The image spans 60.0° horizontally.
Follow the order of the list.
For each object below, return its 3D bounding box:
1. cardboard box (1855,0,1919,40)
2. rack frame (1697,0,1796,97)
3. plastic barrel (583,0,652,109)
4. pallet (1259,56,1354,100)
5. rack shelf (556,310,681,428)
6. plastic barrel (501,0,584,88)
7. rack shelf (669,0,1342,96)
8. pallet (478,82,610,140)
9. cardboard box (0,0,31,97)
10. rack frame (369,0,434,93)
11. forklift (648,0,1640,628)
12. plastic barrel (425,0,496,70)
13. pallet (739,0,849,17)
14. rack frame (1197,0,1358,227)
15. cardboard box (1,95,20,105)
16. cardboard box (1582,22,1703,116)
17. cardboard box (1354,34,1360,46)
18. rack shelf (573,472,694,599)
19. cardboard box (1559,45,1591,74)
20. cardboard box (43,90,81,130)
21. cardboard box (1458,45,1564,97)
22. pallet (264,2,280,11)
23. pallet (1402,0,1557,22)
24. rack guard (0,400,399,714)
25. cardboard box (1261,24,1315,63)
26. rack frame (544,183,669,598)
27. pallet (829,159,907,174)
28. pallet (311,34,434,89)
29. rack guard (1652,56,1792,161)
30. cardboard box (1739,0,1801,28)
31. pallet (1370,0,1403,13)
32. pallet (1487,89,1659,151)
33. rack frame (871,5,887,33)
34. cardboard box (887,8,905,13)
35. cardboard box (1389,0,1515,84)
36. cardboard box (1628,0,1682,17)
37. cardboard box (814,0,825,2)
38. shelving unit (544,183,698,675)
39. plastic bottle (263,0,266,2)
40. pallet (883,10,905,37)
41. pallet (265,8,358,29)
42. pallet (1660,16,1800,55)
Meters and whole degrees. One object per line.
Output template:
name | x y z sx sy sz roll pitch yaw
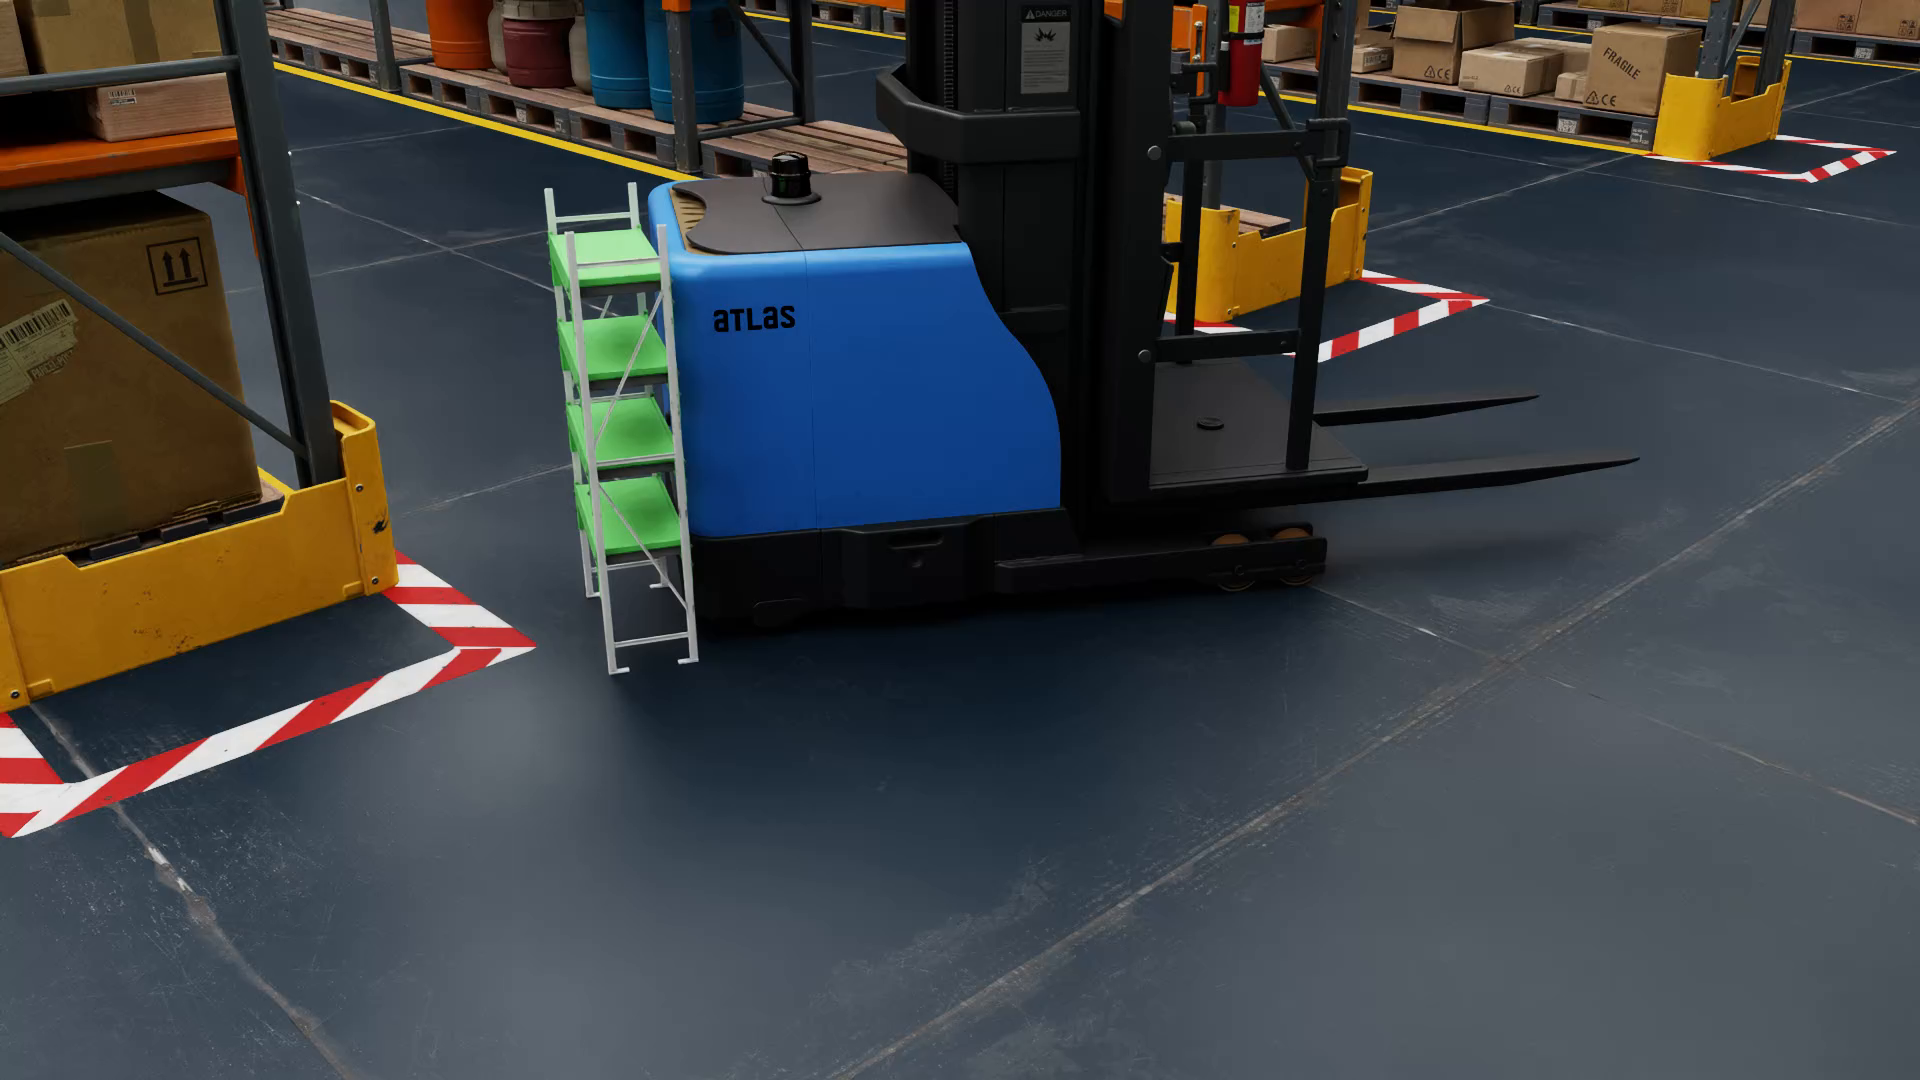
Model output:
cardboard box | 8.084 -4.581 14.184 0.700 0.500 0.500 -21 32 -38
rack frame | 5.022 -3.937 10.266 1.000 3.000 0.127 -21 32 -38
plastic barrel | -2.173 -3.366 11.036 0.600 0.901 0.708 -21 32 -38
pallet | 2.757 -3.672 13.045 1.003 0.211 1.213 -21 32 -38
rack shelf | -0.905 -0.459 4.385 0.258 0.148 0.480 -8 26 -17
plastic barrel | -2.945 -3.565 11.851 0.600 0.588 0.708 -21 32 -38
rack shelf | 0.037 -2.812 8.666 1.077 0.370 4.000 -21 32 -38
pallet | -2.665 -3.092 11.773 1.003 0.211 1.213 -21 32 -38
cardboard box | -2.736 -1.267 4.235 0.500 0.250 0.500 -22 32 -39
rack frame | -4.064 -4.957 12.501 1.000 3.000 0.127 -21 32 -38
forklift | 0.614 -1.390 4.766 3.031 2.935 1.130 -5 25 -11
plastic barrel | -3.717 -4.017 12.550 0.600 0.830 0.708 -21 32 -38
pallet | -1.809 -5.722 17.539 1.003 0.211 1.213 -21 32 -38
rack frame | 1.404 -2.533 7.189 1.000 3.000 0.127 -21 32 -38
cardboard box | -2.744 -1.448 5.114 0.380 0.149 0.250 -22 32 -39
cardboard box | 4.471 -3.095 10.902 0.500 0.500 0.500 -21 32 -38
cardboard box | 3.185 -3.863 13.009 0.380 0.149 0.250 -21 32 -38
rack shelf | -0.905 -0.022 4.585 0.258 0.148 0.480 -8 26 -17
cardboard box | 4.516 -3.283 11.615 0.500 0.250 0.500 -21 32 -38
cardboard box | -2.389 -1.292 4.771 0.380 0.149 0.250 -22 32 -39
cardboard box | 3.844 -3.278 11.603 0.500 0.250 0.500 -21 32 -38
pallet | -7.226 -5.115 16.209 1.003 0.211 1.213 -21 32 -38
pallet | 5.320 -5.499 17.050 1.003 0.211 1.213 -21 32 -38
rack guard | -2.195 0.017 4.611 1.175 0.500 0.348 -21 32 -38
cardboard box | 2.417 -3.937 12.976 0.500 0.311 0.500 -21 32 -38
rack frame | -0.982 -0.394 4.669 0.240 1.200 0.015 -8 26 -17
pallet | 0.039 -1.895 9.149 1.003 0.211 1.213 -21 32 -38
pallet | -4.565 -3.934 13.619 1.003 0.211 1.213 -21 32 -38
rack guard | 4.971 -2.823 10.836 1.175 0.500 0.348 -21 32 -38
cardboard box | 7.398 -4.885 14.849 0.500 0.500 0.700 23 33 40
pallet | 4.481 -5.869 17.860 1.003 0.211 1.213 -21 32 -38
pallet | 4.425 -2.933 11.424 1.003 0.211 1.213 -21 32 -38
rack frame | -0.445 -6.361 15.579 1.000 3.000 0.127 -21 32 -38
cardboard box | -0.343 -5.205 15.527 0.500 0.500 0.500 -20 31 -36
cardboard box | 3.576 -3.646 12.105 0.797 0.503 0.637 -21 32 -38
cardboard box | 6.679 -5.200 15.541 0.700 0.500 0.500 -22 32 -39
cardboard box | -1.338 -5.546 16.601 0.500 0.250 0.500 -22 32 -39
shelving unit | -0.905 -0.298 4.458 0.258 1.200 0.503 -8 26 -17
plastic bottle | -6.765 -5.347 16.199 0.097 0.201 0.097 0 25 0
pallet | 0.037 -4.855 15.639 1.003 0.211 1.213 -21 32 -38
pallet | -6.233 -4.673 15.239 1.003 0.211 1.213 -21 32 -38
pallet | 7.203 -4.664 15.220 1.003 0.211 1.213 -21 32 -38
